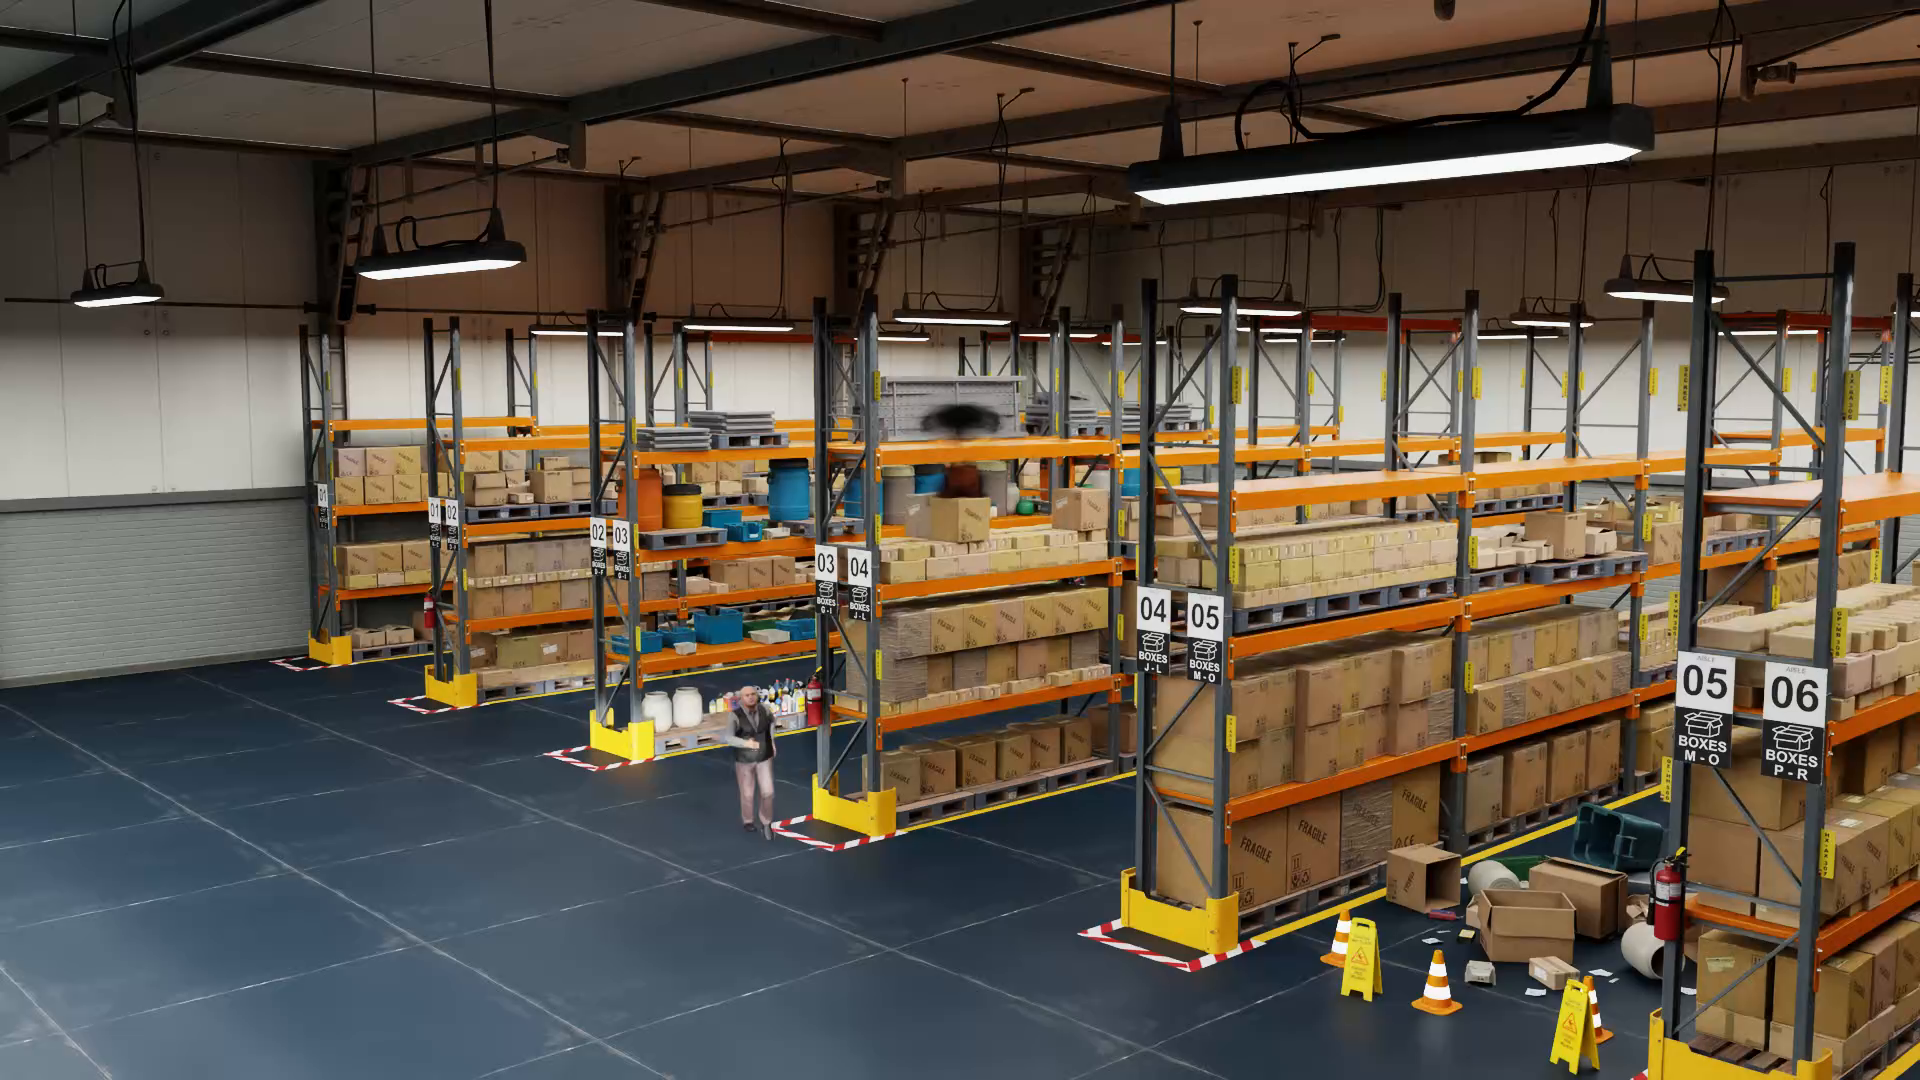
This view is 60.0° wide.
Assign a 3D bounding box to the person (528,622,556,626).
[{"bbox_3d":[-7.338,1.384,29.283,0.593,1.725,0.812,4,7,36],"label":"person"}]

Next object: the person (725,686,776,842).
[{"bbox_3d":[-2.294,2.465,18.376,0.602,1.732,0.735,-1,6,-14],"label":"person"}]
